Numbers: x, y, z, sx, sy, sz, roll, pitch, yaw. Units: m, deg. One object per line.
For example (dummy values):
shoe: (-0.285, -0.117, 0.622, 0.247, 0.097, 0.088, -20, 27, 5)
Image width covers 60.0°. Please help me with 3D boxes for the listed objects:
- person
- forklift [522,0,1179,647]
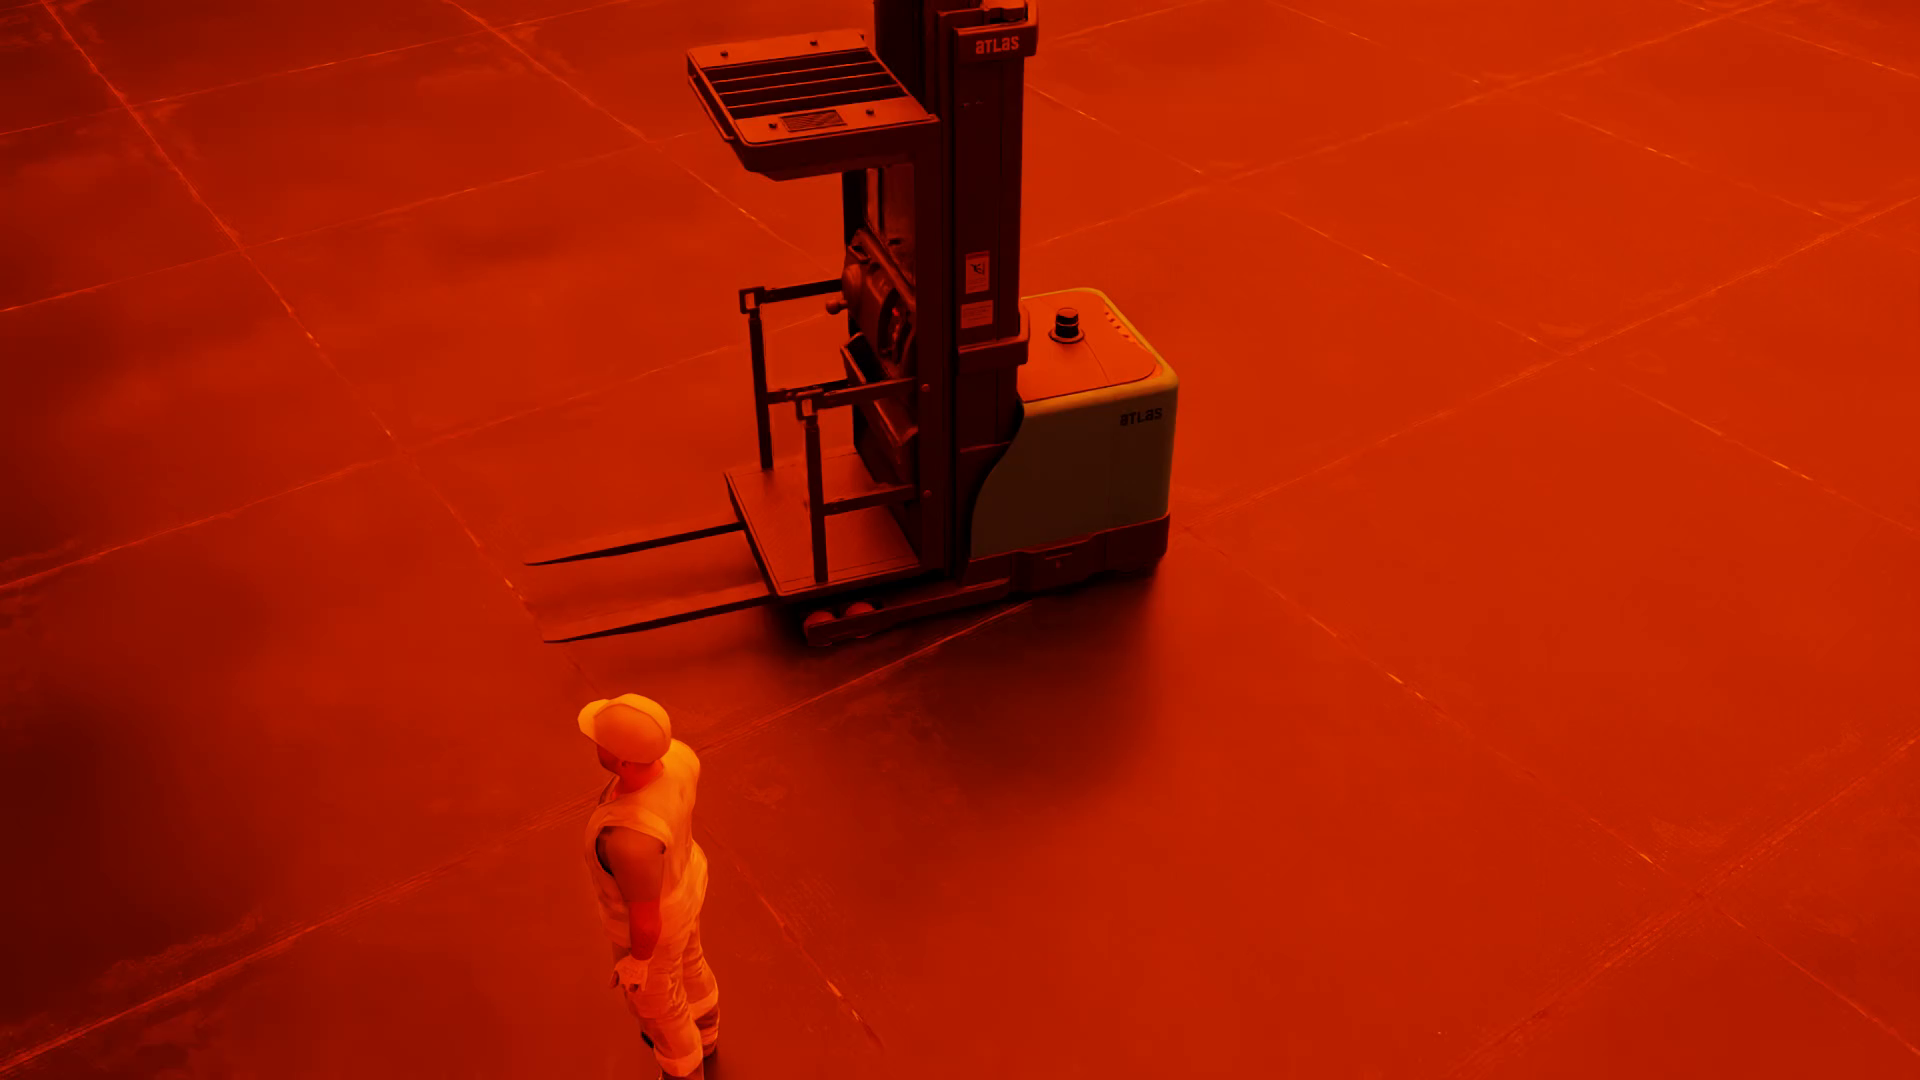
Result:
person: (-0.997, 1.179, 5.311, 0.372, 1.795, 0.535, 5, 37, 6)
forklift: (-0.549, -1.035, 7.344, 3.031, 2.935, 1.130, -12, 38, -16)
